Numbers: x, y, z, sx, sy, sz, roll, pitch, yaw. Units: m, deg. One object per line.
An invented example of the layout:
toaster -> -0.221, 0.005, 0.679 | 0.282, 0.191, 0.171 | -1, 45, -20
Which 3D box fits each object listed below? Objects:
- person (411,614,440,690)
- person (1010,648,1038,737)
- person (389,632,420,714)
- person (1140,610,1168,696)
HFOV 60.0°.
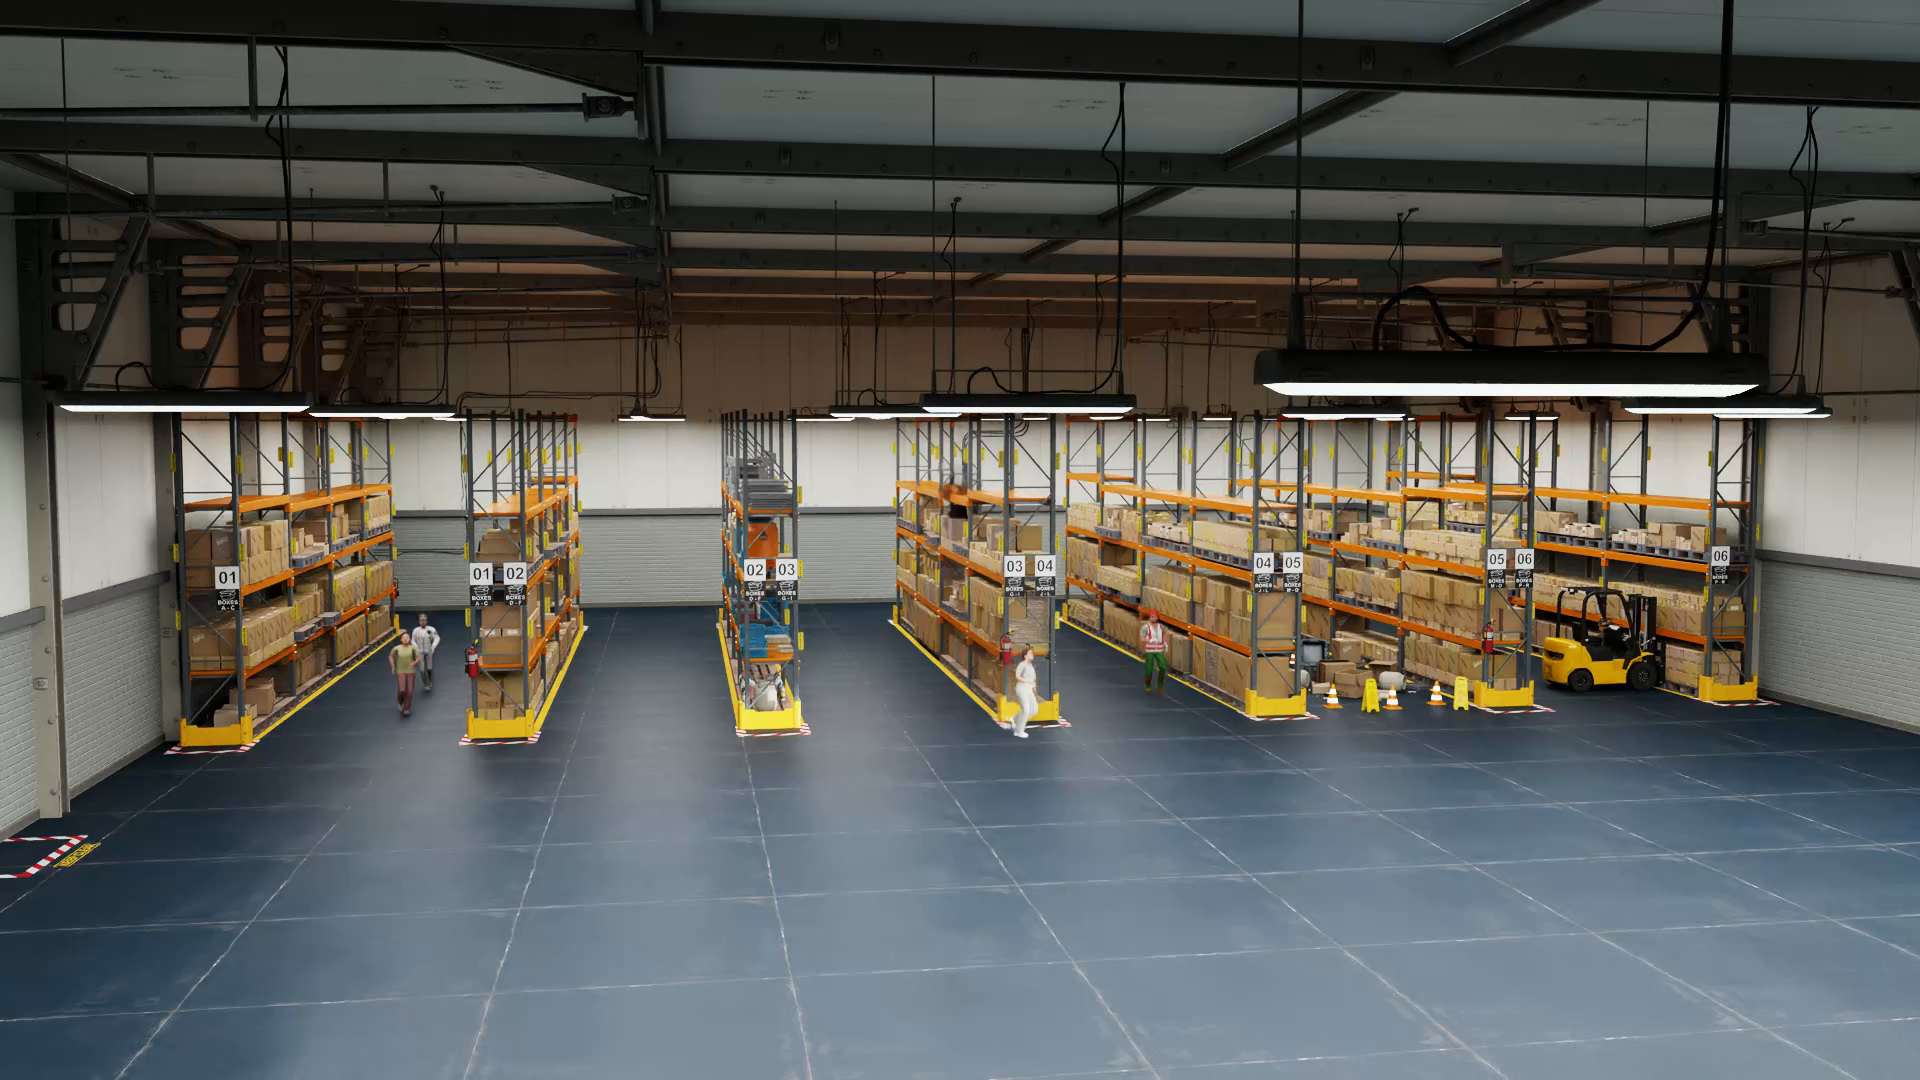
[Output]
person -> -11.456, 2.406, 35.601 | 0.589, 1.653, 0.528 | -1, 4, -12
person -> 1.215, 2.789, 30.571 | 0.598, 1.620, 0.586 | 3, 5, 33
person -> -10.884, 2.623, 32.649 | 0.566, 1.629, 0.549 | -2, 4, -25
person -> 4.109, 2.392, 35.056 | 0.652, 1.826, 0.714 | -1, 4, -10
